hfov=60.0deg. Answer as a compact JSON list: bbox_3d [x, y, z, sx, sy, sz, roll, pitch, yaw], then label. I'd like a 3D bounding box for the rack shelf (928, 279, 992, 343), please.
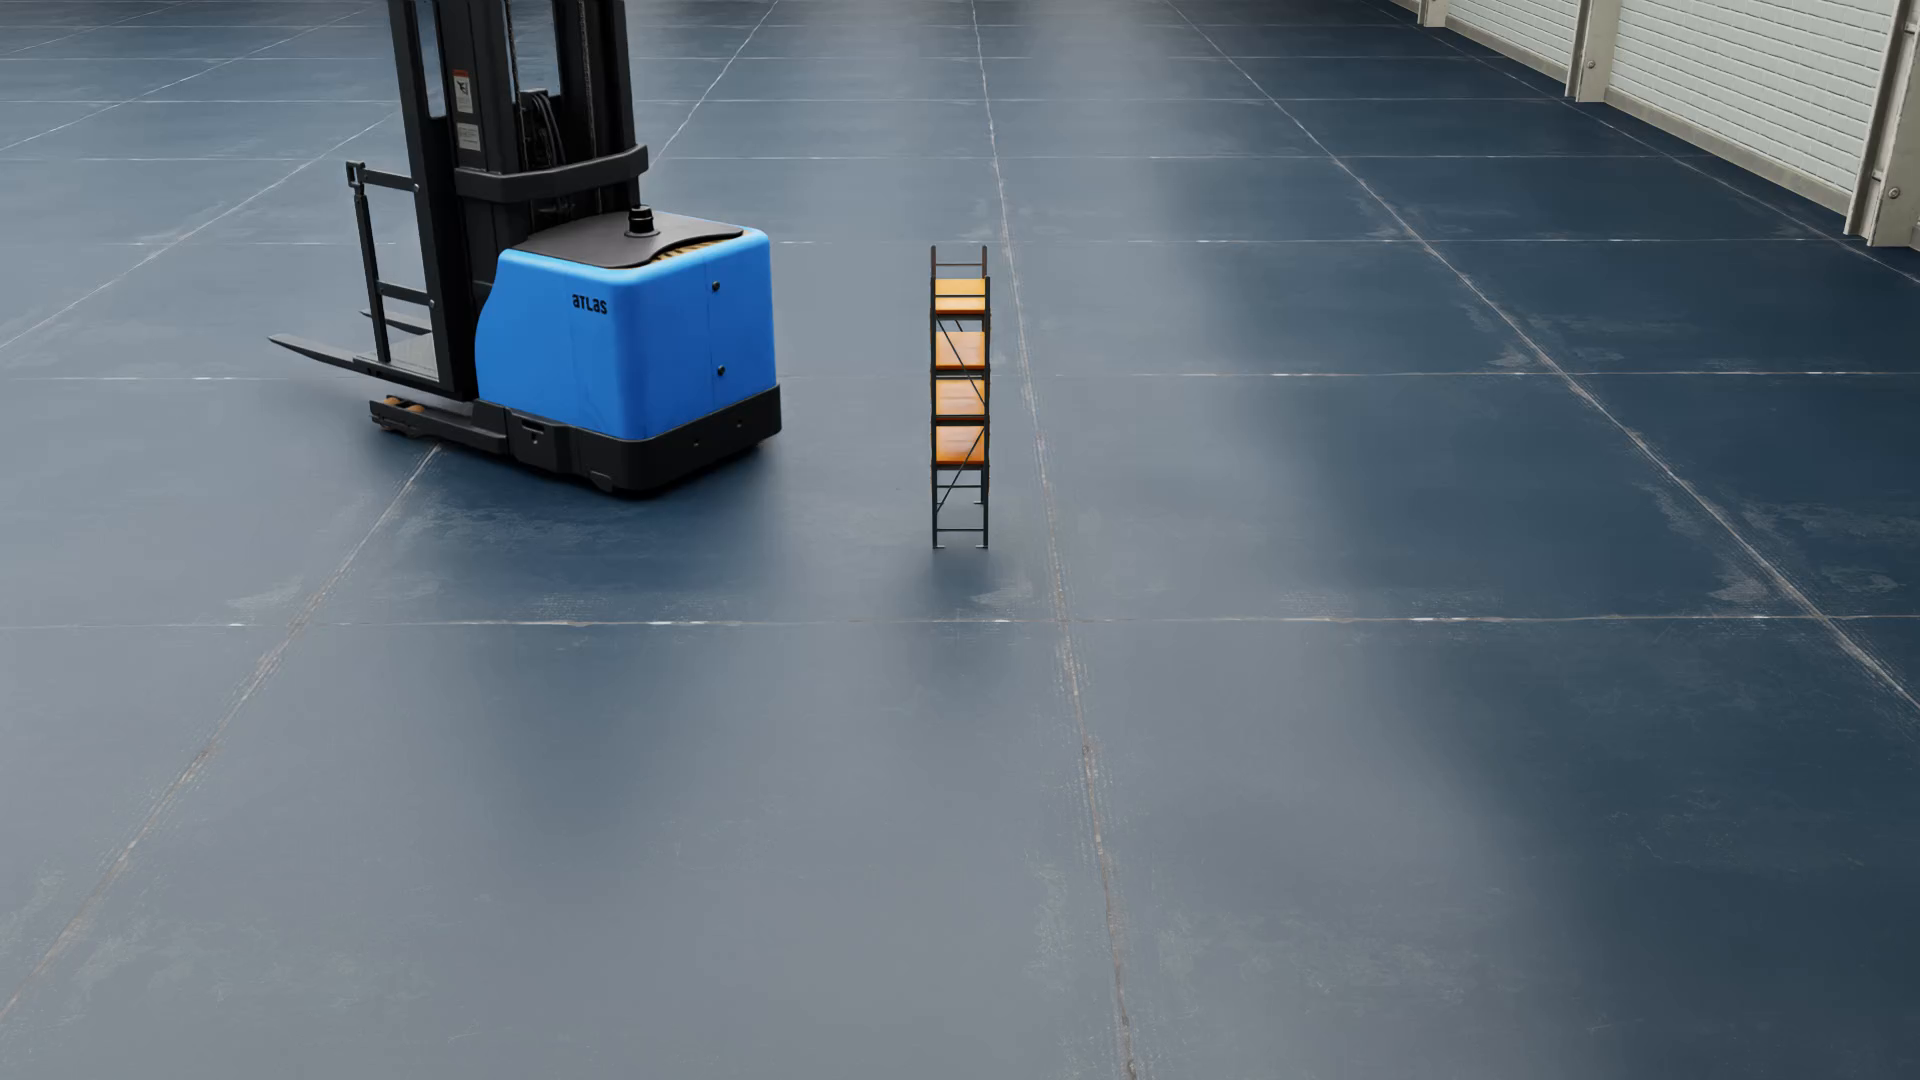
[{"bbox_3d":[-0.002,-0.973,6.992,0.258,0.148,0.480,0,24,-1],"label":"rack shelf"}]

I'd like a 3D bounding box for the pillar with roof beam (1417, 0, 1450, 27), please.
[{"bbox_3d":[2.229,-11.209,21.113,9.100,9.000,0.400,0,24,-1],"label":"pillar with roof beam"}]

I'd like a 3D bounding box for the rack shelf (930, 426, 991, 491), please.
[{"bbox_3d":[-0.002,-0.373,7.263,0.258,0.148,0.480,0,24,-1],"label":"rack shelf"}]

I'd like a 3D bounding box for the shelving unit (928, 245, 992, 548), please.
[{"bbox_3d":[-0.002,-0.615,7.154,0.258,1.200,0.503,0,24,-1],"label":"shelving unit"}]

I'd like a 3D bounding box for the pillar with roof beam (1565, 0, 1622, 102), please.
[{"bbox_3d":[2.294,-8.737,15.647,9.100,9.000,0.400,0,24,-1],"label":"pillar with roof beam"}]

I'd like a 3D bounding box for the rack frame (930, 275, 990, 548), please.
[{"bbox_3d":[0.001,-0.514,6.931,0.240,1.200,0.015,0,24,-1],"label":"rack frame"}]

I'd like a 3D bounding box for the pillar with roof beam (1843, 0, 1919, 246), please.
[{"bbox_3d":[2.360,-6.264,10.180,9.100,9.000,0.400,0,24,-1],"label":"pillar with roof beam"}]

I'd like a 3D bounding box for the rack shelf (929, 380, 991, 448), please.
[{"bbox_3d":[-0.002,-0.554,7.181,0.258,0.148,0.480,0,24,-1],"label":"rack shelf"}]

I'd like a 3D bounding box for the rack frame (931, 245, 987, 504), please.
[{"bbox_3d":[-0.004,-0.715,7.376,0.240,1.200,0.015,0,24,-1],"label":"rack frame"}]

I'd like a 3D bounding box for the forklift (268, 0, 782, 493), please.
[{"bbox_3d":[-2.391,-2.010,8.136,3.031,2.935,1.130,16,29,31],"label":"forklift"}]

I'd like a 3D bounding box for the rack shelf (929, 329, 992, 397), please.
[{"bbox_3d":[-0.002,-0.757,7.089,0.258,0.148,0.480,0,24,-1],"label":"rack shelf"}]
